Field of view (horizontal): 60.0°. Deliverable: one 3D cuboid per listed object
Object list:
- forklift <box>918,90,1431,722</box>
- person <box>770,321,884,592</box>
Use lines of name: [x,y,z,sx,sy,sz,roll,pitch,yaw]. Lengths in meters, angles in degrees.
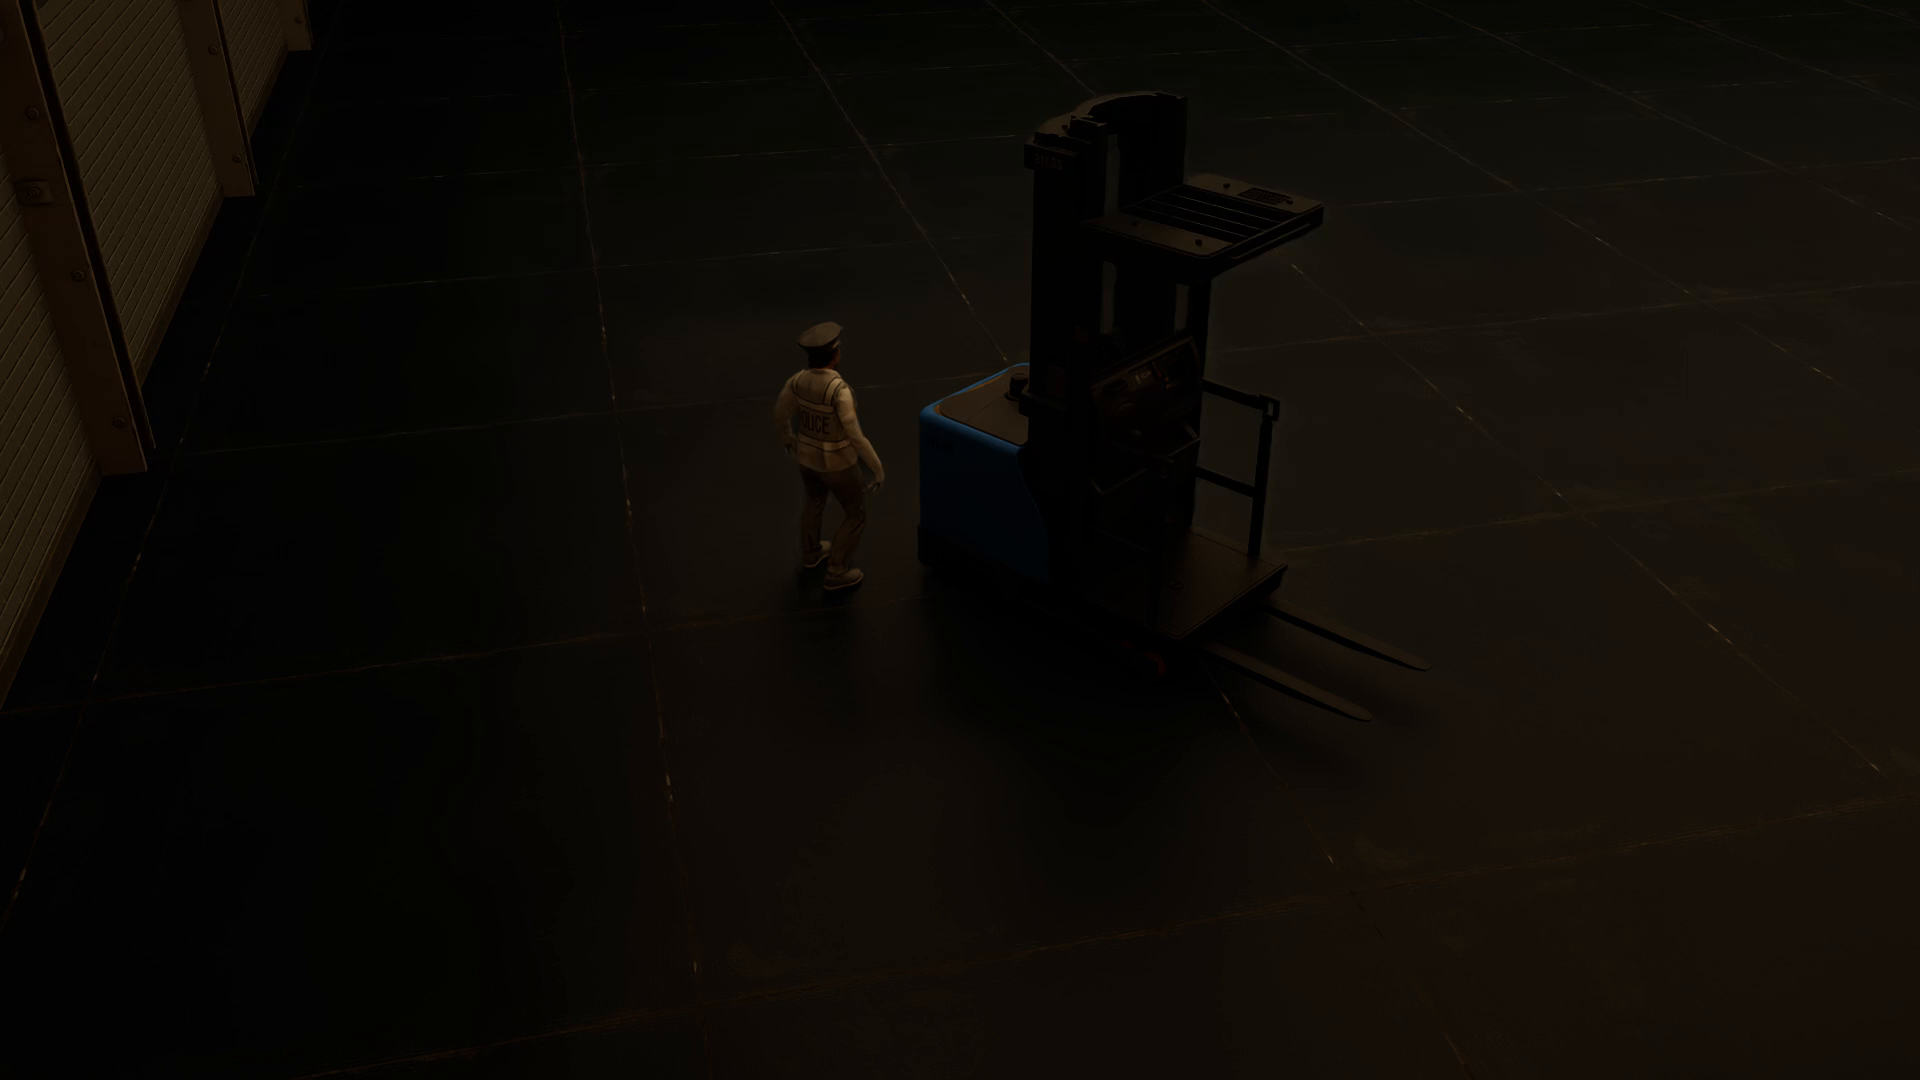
forklift: [1.175,-0.784,8.929,3.031,2.935,1.130,24,38,35]
person: [-0.741,-0.491,9.721,0.764,1.625,0.435,21,36,32]
